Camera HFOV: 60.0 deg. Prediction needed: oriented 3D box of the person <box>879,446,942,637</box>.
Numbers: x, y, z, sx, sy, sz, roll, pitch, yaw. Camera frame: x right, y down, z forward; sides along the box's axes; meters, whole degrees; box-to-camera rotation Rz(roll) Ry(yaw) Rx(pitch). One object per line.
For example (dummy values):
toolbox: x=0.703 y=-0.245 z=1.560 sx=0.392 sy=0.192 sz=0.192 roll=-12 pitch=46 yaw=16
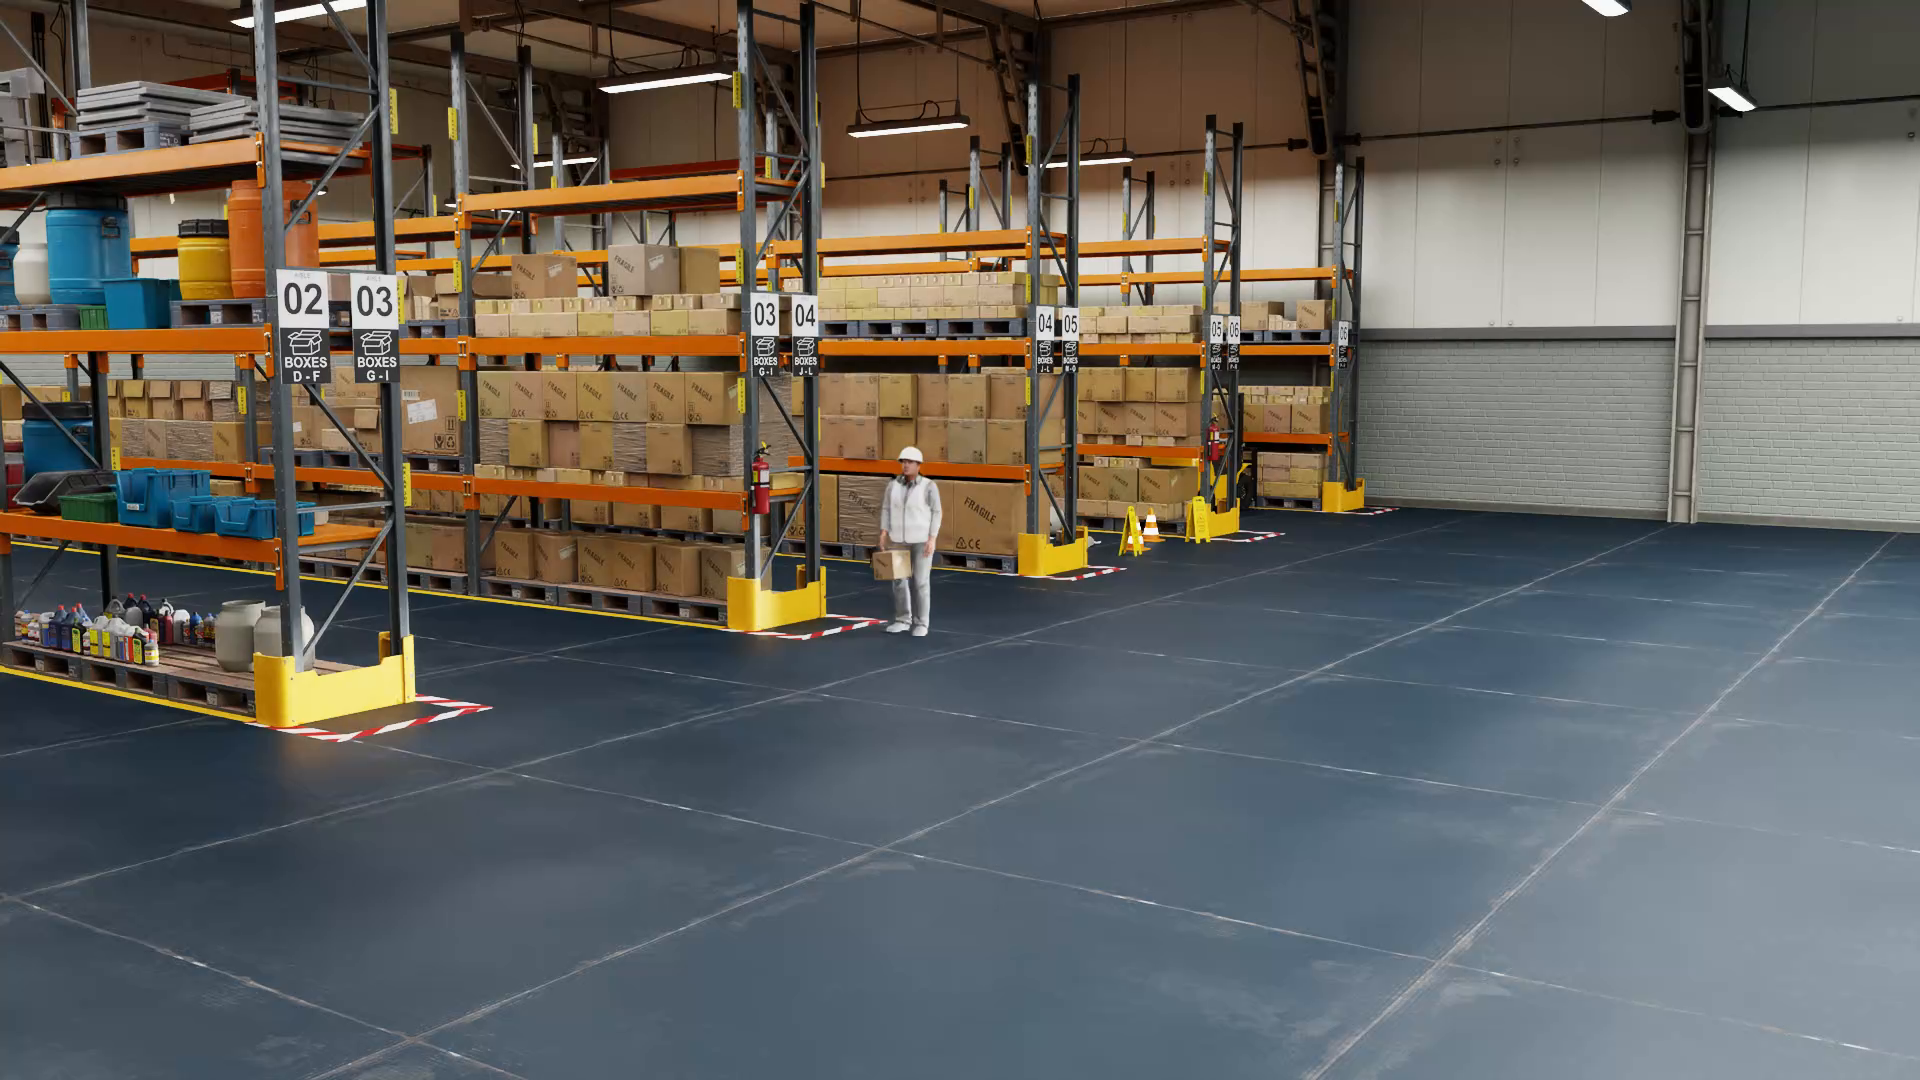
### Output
person: x=-0.475 y=0.010 z=15.574 sx=0.602 sy=1.769 sz=0.490 roll=3 pitch=7 yaw=23
